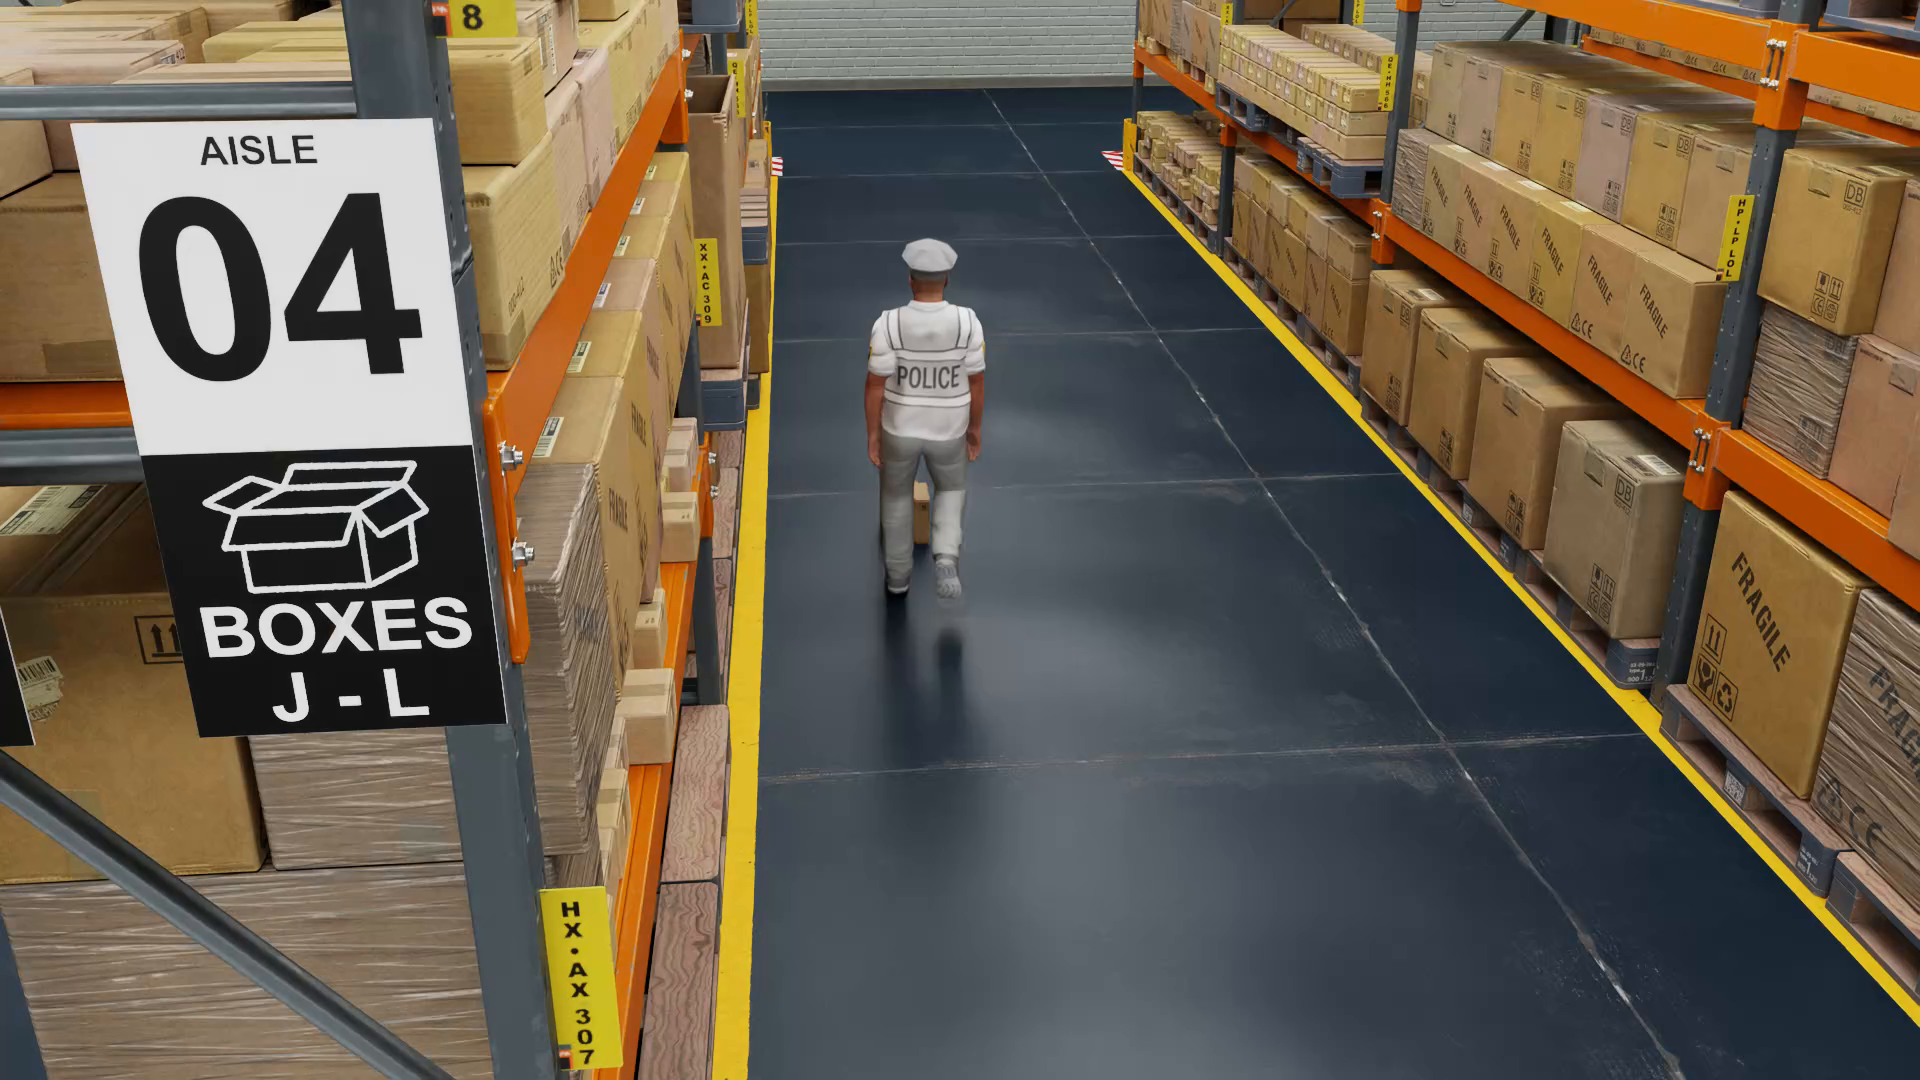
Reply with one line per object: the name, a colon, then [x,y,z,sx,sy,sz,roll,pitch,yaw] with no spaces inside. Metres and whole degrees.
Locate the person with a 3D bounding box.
person: [-0.166,-0.539,7.775,0.558,1.751,0.633,-2,24,-4]
